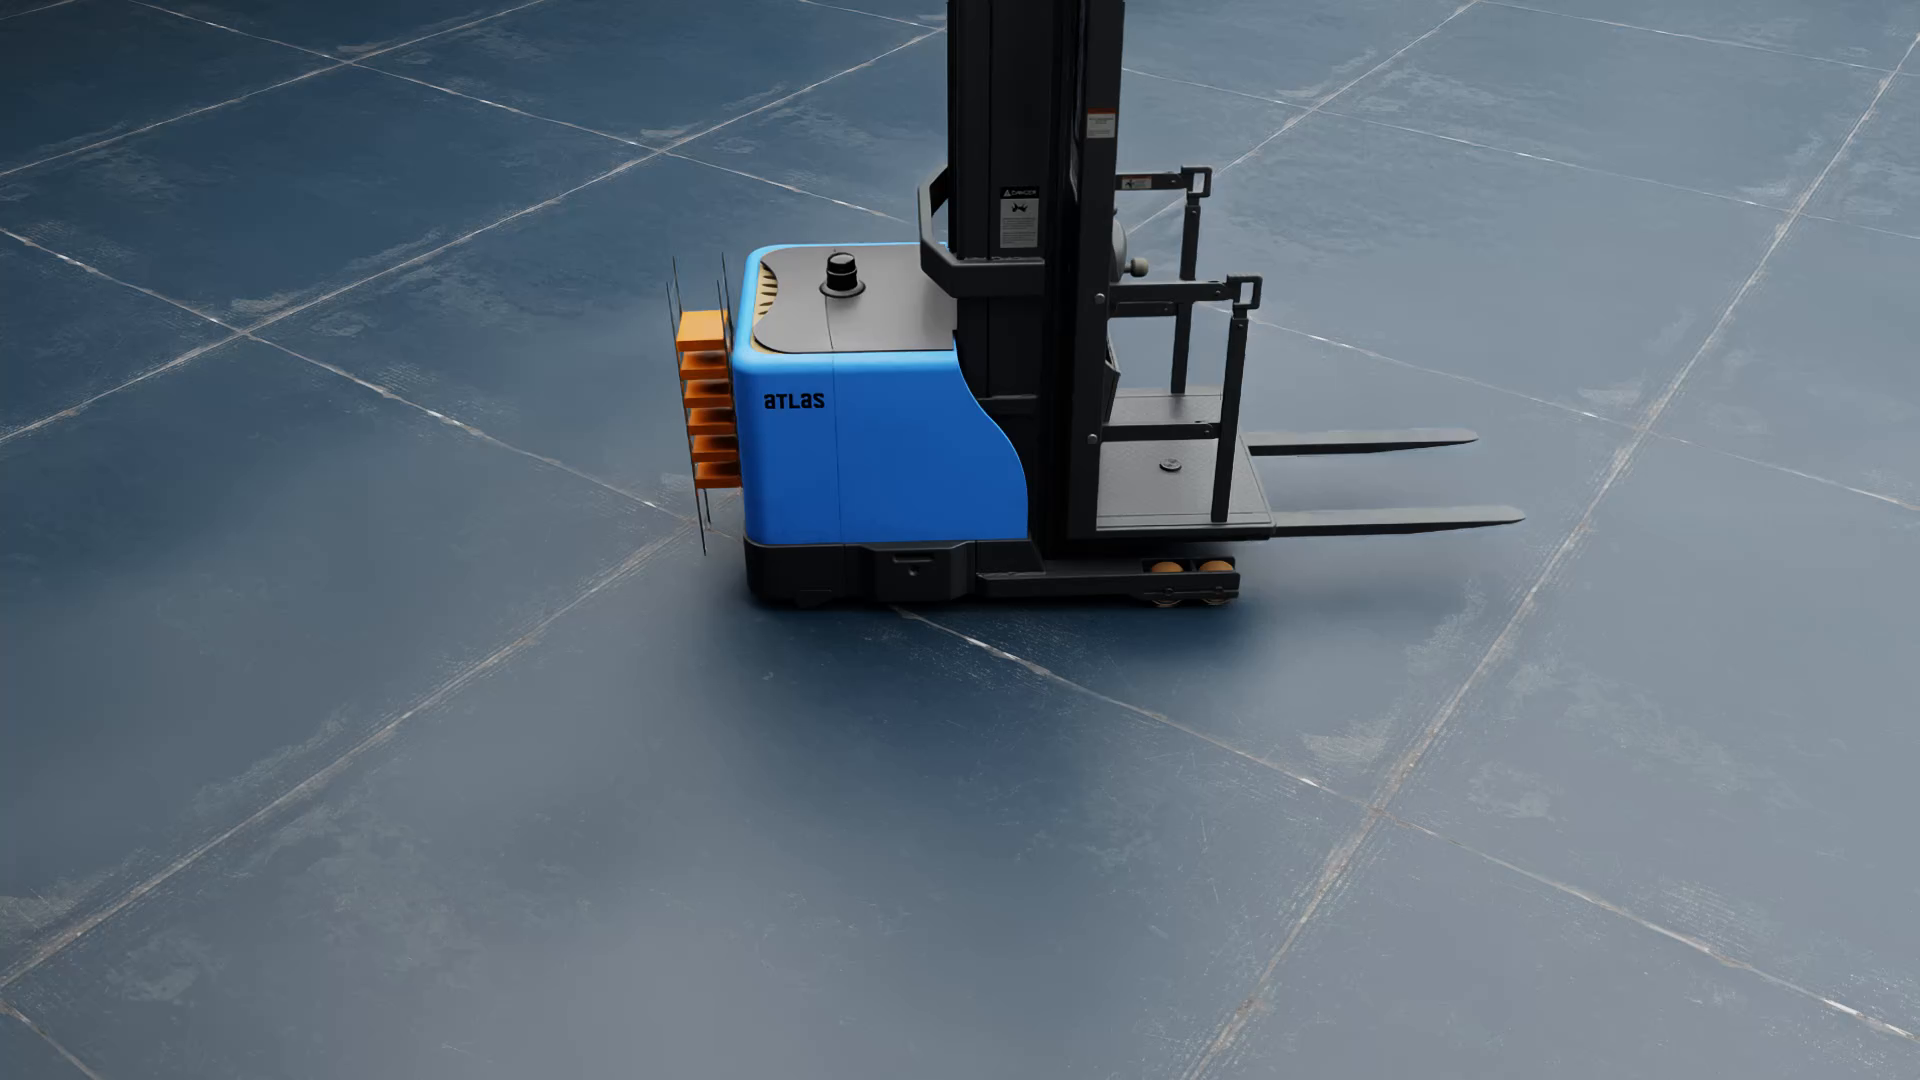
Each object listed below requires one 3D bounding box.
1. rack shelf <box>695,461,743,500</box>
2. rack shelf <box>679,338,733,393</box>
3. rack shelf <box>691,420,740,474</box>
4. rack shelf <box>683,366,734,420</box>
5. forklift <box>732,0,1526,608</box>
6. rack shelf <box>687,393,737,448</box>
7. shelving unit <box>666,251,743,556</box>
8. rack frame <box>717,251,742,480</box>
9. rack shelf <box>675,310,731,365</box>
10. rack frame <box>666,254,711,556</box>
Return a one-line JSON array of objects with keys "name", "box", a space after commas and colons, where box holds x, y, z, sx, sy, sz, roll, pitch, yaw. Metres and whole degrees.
[{"name": "rack shelf", "box": [-0.944, -0.270, 6.582, 0.180, 0.103, 0.258, -3, 34, -1]}, {"name": "rack shelf", "box": [-0.958, -0.667, 6.312, 0.180, 0.103, 0.258, -3, 34, -1]}, {"name": "rack shelf", "box": [-0.947, -0.370, 6.514, 0.180, 0.103, 0.258, -3, 34, -1]}, {"name": "rack shelf", "box": [-0.954, -0.568, 6.380, 0.180, 0.103, 0.258, -3, 34, -1]}, {"name": "forklift", "box": [0.679, -1.260, 5.997, 3.031, 2.935, 1.130, -2, 34, -2]}, {"name": "rack shelf", "box": [-0.951, -0.469, 6.447, 0.180, 0.103, 0.258, -3, 34, -1]}, {"name": "shelving unit", "box": [-0.952, -0.506, 6.422, 0.189, 1.200, 0.258, -3, 34, -1]}, {"name": "rack frame", "box": [-0.861, -0.510, 6.424, 0.006, 1.200, 0.240, -3, 34, -1]}, {"name": "rack shelf", "box": [-0.961, -0.767, 6.245, 0.180, 0.103, 0.258, -3, 34, -1]}, {"name": "rack frame", "box": [-1.043, -0.501, 6.420, 0.006, 1.200, 0.240, -3, 34, -1]}]
